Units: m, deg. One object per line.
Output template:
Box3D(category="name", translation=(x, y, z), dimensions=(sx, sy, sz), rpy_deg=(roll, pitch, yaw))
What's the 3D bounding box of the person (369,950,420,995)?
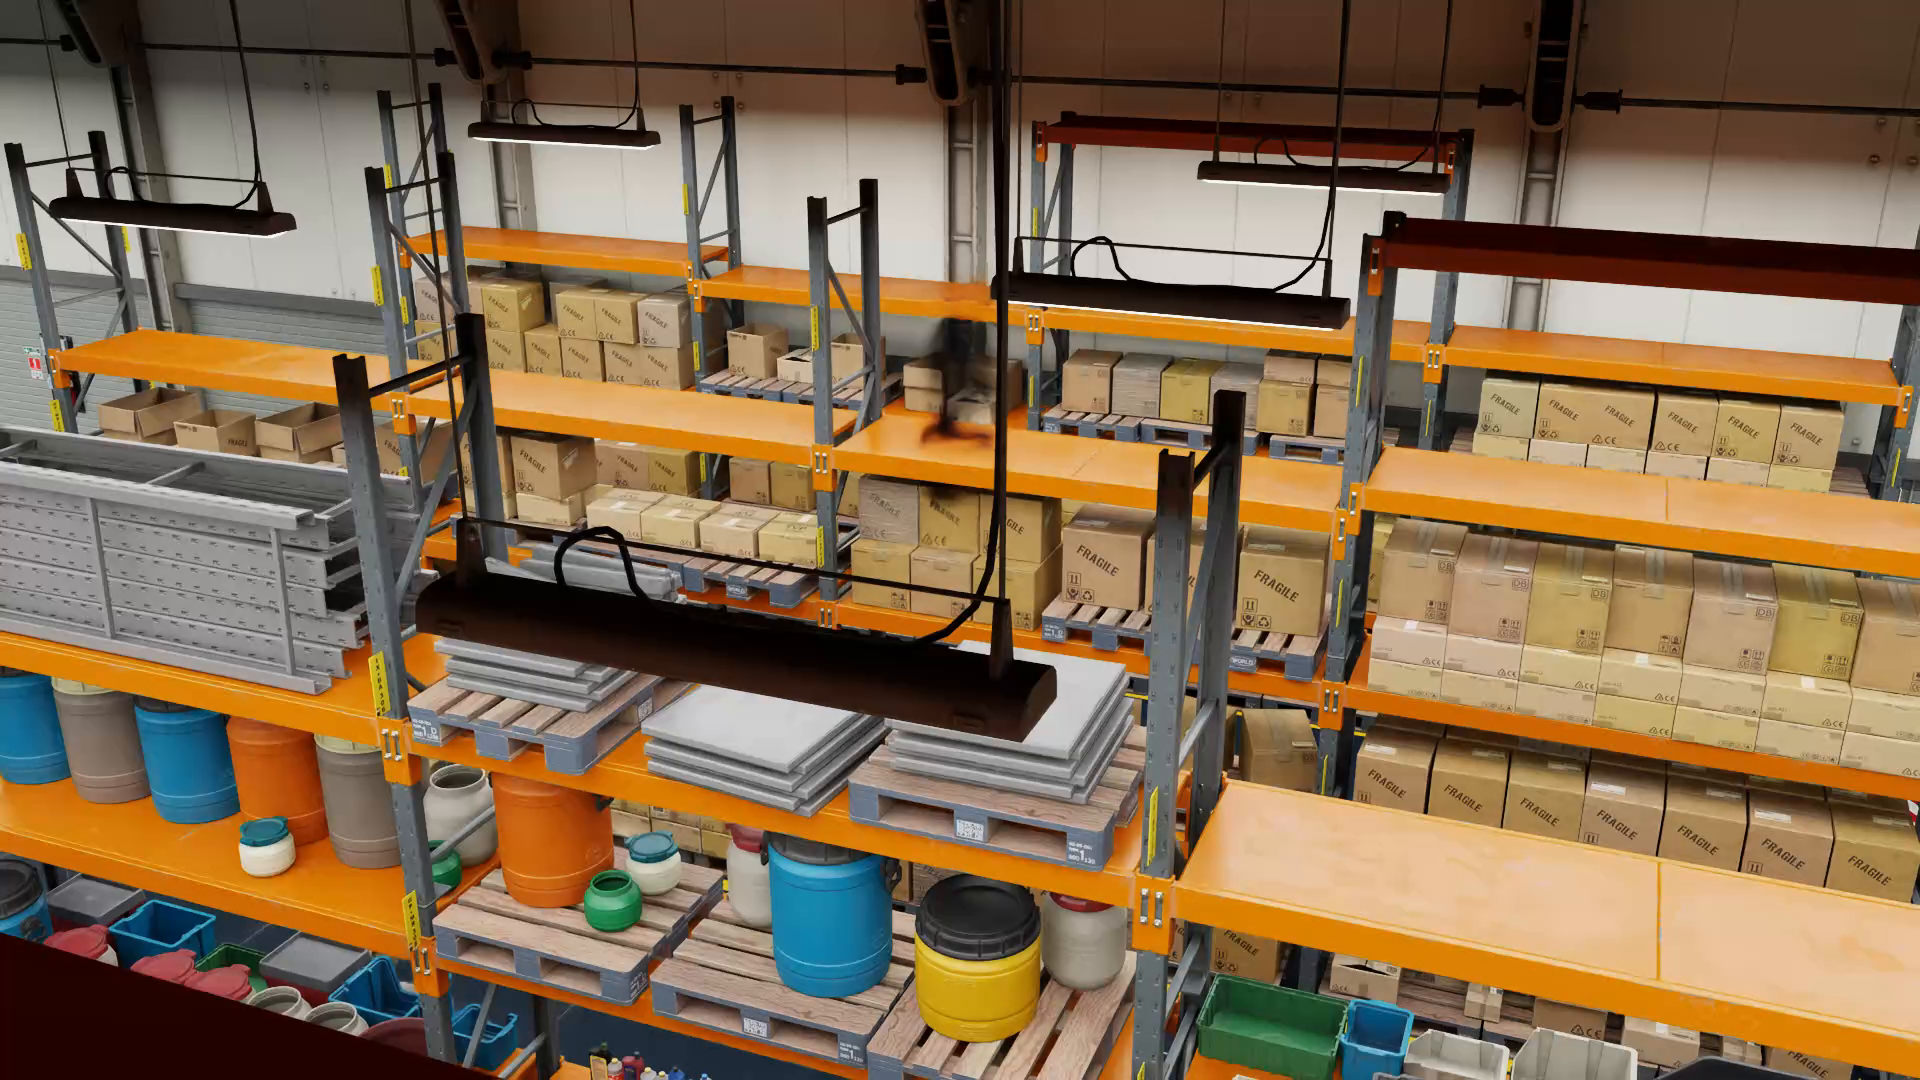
Box3D(category="person", translation=(-4.162, 2.993, 12.297), dimensions=(0.760, 1.669, 0.636), rpy_deg=(7, 22, 18))
